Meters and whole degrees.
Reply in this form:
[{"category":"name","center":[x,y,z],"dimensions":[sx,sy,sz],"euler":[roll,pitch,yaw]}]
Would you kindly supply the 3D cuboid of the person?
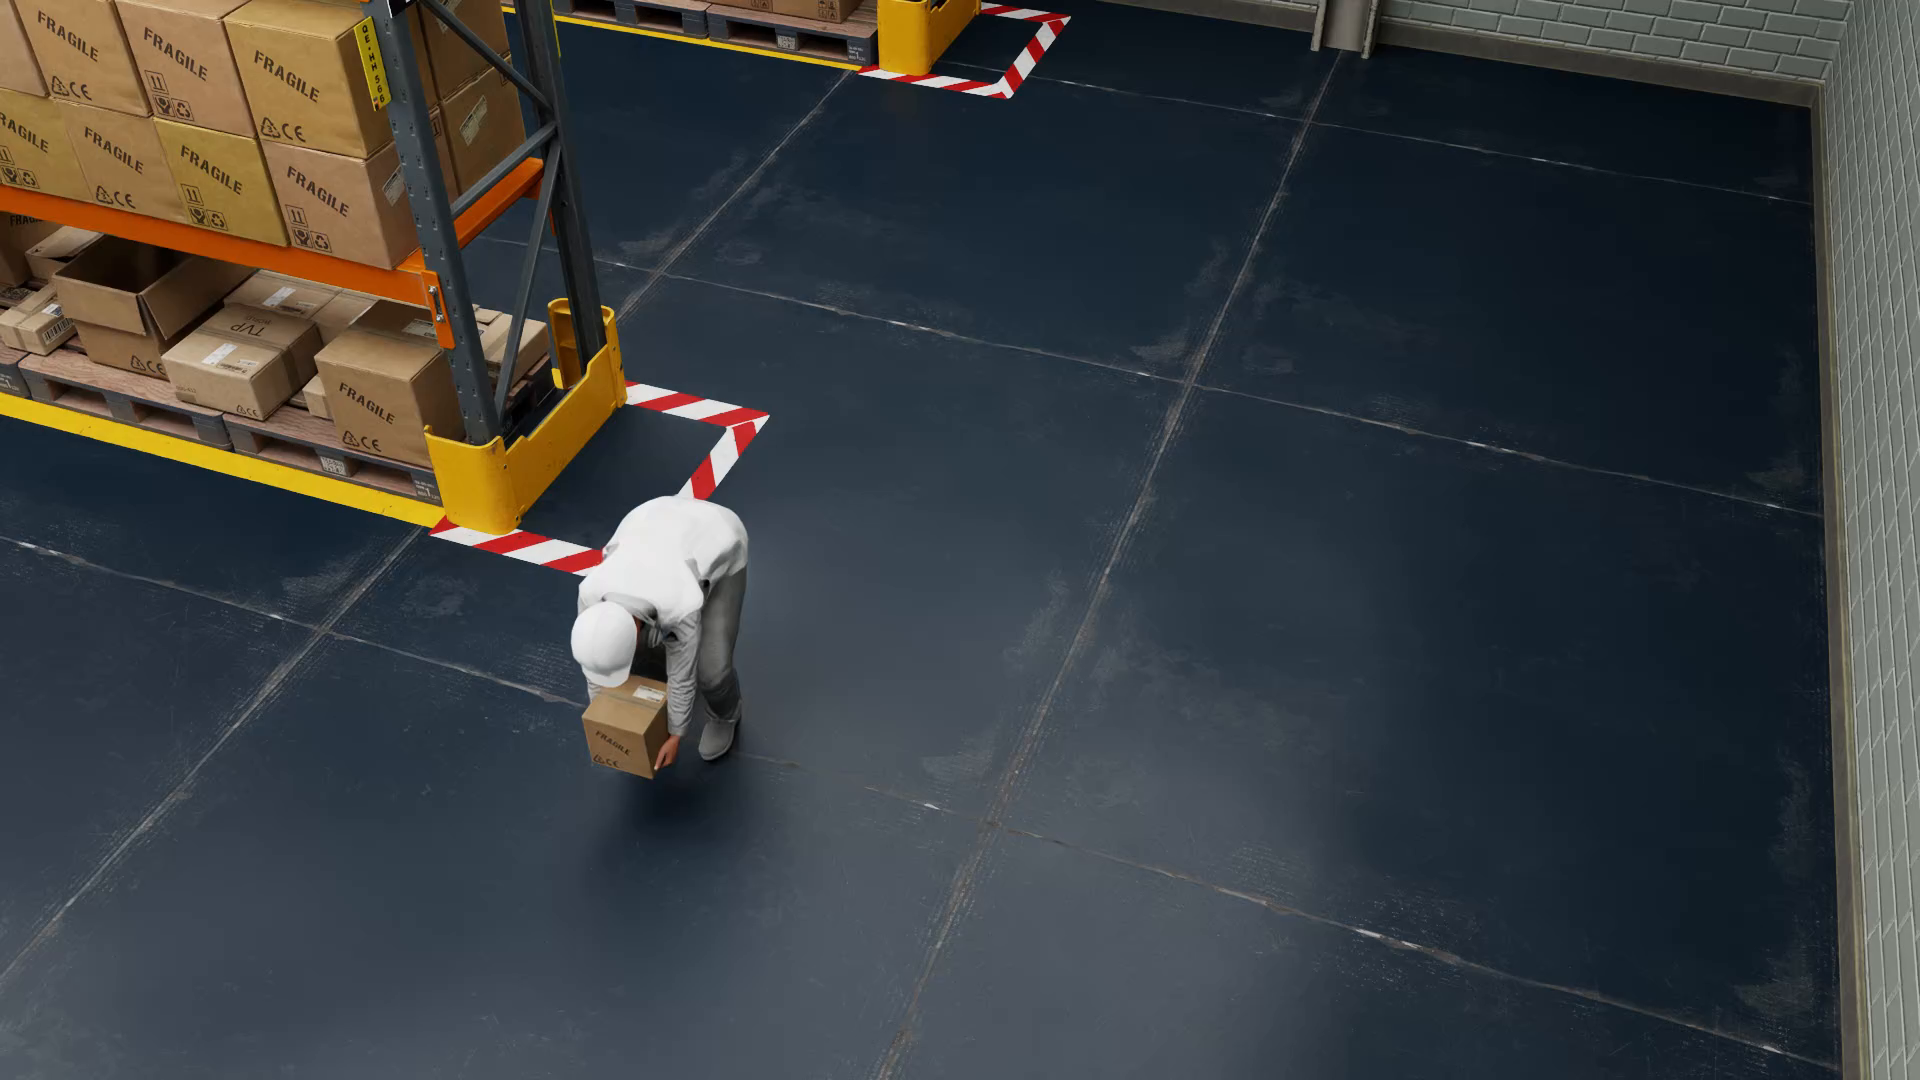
[{"category":"person","center":[-1.102,0.423,6.158],"dimensions":[0.487,1.112,0.994],"euler":[12,43,13]}]
